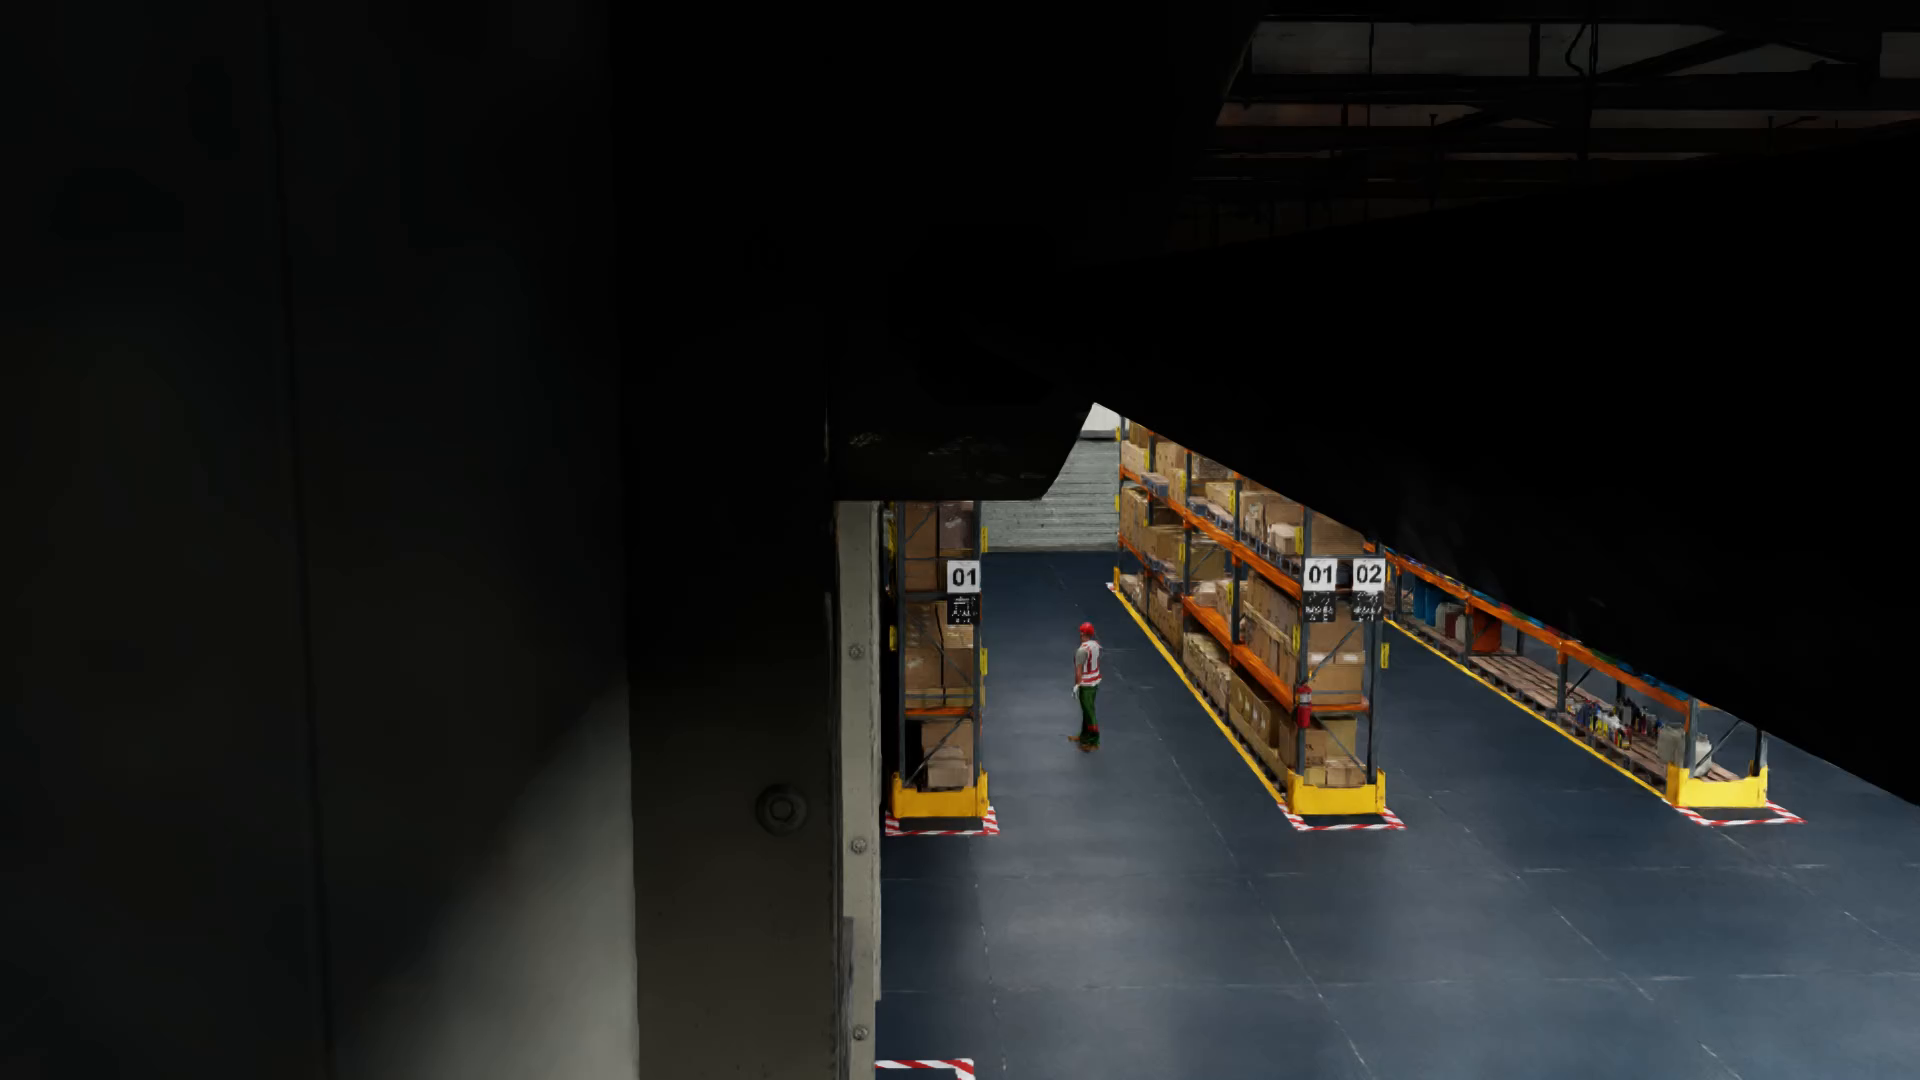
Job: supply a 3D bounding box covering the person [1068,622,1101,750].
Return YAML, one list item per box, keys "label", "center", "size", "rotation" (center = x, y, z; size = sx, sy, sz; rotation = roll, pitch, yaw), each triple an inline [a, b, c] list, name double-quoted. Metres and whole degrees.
- label: "person"
  center: [1.772, 2.042, 23.644]
  size: [0.568, 1.786, 0.653]
  rotation: [4, 9, 27]
